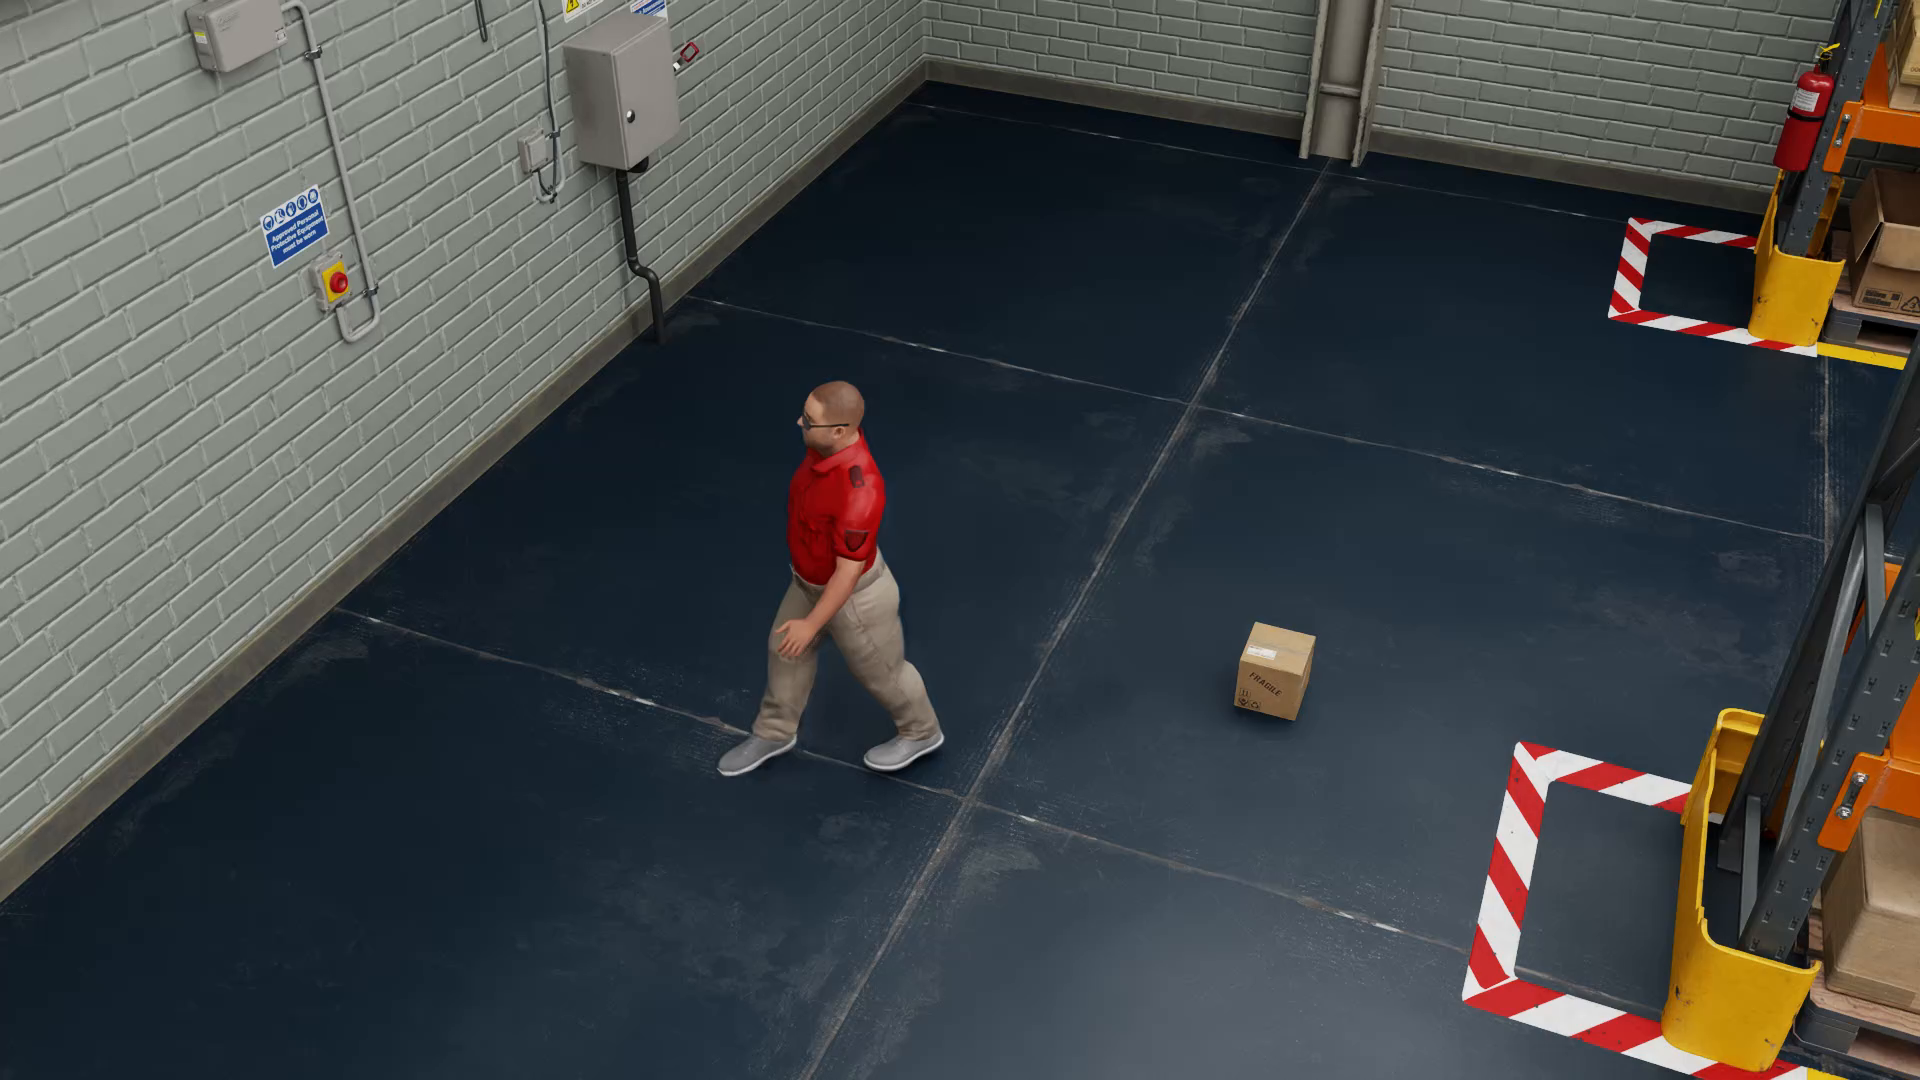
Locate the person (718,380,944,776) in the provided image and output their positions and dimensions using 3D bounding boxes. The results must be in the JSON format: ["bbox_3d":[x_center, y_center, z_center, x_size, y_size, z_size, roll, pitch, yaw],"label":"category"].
[{"bbox_3d":[-0.484,0.201,5.910,0.857,1.742,0.550,-12,39,-15],"label":"person"}]
